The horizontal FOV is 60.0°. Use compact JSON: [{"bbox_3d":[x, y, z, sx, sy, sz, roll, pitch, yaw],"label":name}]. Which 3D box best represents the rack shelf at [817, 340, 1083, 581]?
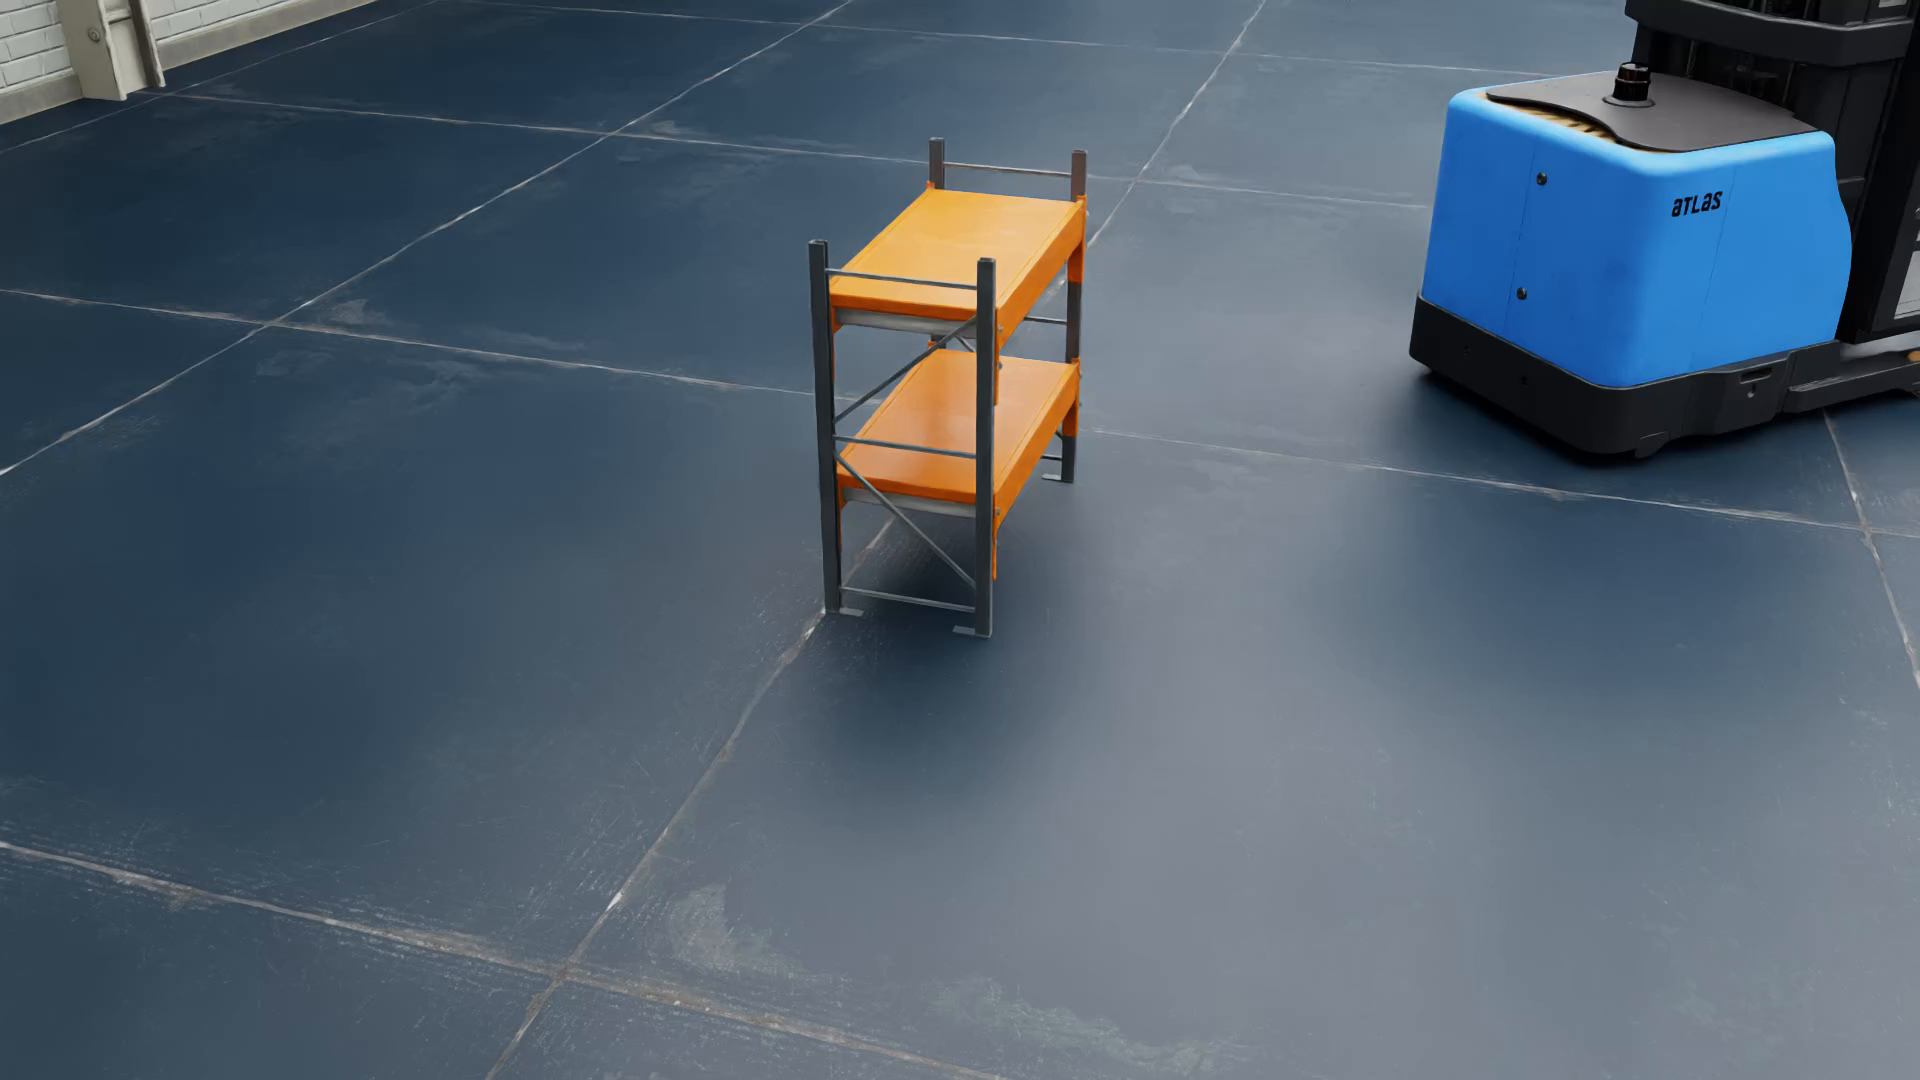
[{"bbox_3d":[-0.002,-0.275,5.090,0.538,0.278,1.000,8,30,15],"label":"rack shelf"}]

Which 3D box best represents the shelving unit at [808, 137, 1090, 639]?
[{"bbox_3d":[-0.002,-0.488,4.971,0.538,1.125,1.048,8,30,15],"label":"shelving unit"}]

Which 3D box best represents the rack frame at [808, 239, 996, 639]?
[{"bbox_3d":[-0.151,-0.252,4.546,0.500,1.125,0.032,8,30,15],"label":"rack frame"}]

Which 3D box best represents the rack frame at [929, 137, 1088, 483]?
[{"bbox_3d":[0.147,-0.725,5.396,0.500,1.125,0.032,8,30,15],"label":"rack frame"}]

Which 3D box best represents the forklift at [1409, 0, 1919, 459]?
[{"bbox_3d":[3.282,-2.035,5.894,3.031,2.935,1.130,-13,32,-22],"label":"forklift"}]

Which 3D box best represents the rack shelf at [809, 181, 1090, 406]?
[{"bbox_3d":[-0.002,-0.744,4.829,0.538,0.278,1.000,8,30,15],"label":"rack shelf"}]

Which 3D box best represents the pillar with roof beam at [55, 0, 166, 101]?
[{"bbox_3d":[-1.017,-6.072,6.909,9.100,9.000,0.400,8,30,15],"label":"pillar with roof beam"}]
